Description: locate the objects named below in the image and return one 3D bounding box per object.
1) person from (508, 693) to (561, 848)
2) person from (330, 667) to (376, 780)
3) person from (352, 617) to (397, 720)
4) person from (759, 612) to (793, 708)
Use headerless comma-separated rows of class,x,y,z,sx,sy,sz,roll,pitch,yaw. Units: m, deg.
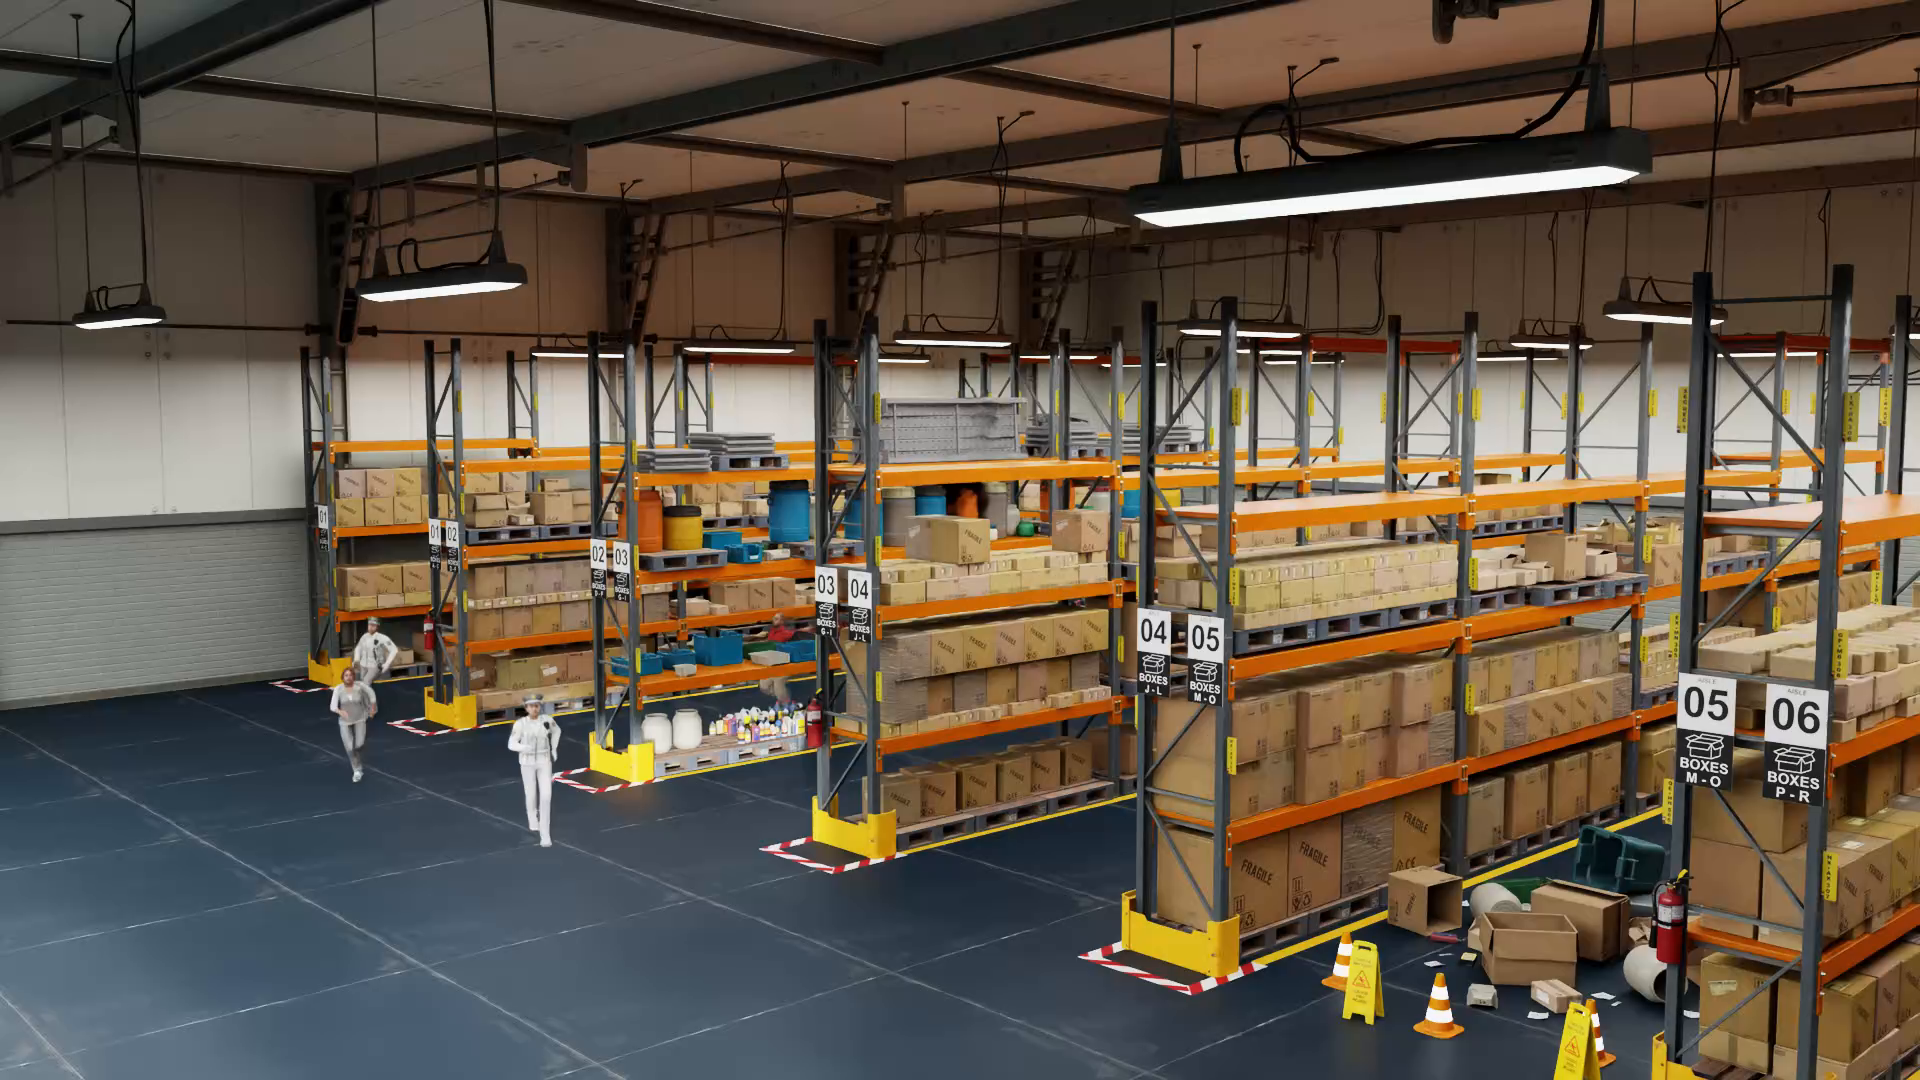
person,-4.920,2.623,19.273,0.603,1.742,0.839,-2,5,-17
person,-8.081,2.454,22.176,0.578,1.549,0.610,-2,5,-22
person,-9.295,2.032,26.309,0.673,1.671,0.625,2,5,23
person,-2.925,1.996,26.499,0.665,1.685,0.593,5,7,43
